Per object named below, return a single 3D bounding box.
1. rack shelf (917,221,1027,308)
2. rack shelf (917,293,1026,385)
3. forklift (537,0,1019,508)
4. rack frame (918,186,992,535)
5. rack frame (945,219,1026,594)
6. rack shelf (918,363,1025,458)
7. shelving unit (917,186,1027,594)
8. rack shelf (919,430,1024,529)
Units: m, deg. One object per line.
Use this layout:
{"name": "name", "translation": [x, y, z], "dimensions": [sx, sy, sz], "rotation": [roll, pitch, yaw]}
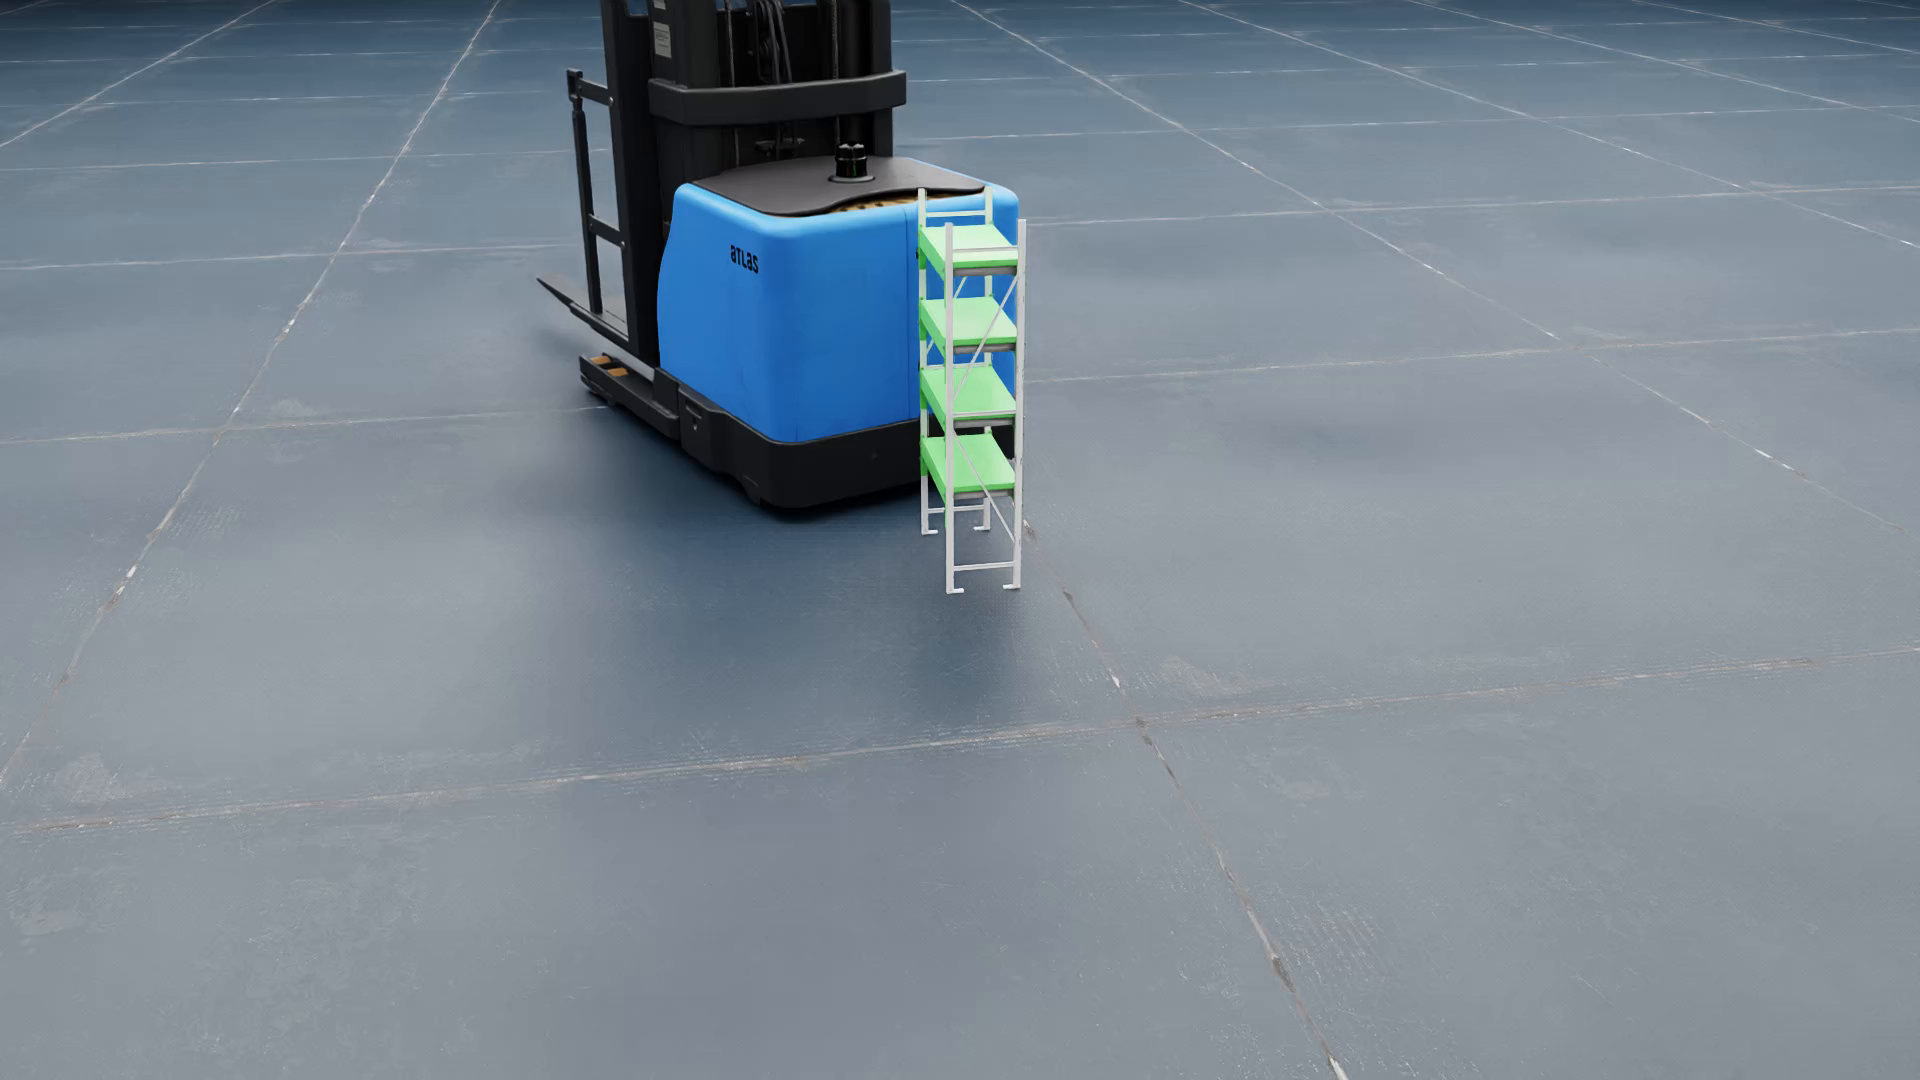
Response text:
{"name": "rack shelf", "translation": [0.031, -0.866, 5.194], "dimensions": [0.258, 0.148, 0.480], "rotation": [-4, 24, -10]}
{"name": "rack shelf", "translation": [0.031, -0.646, 5.290], "dimensions": [0.258, 0.148, 0.480], "rotation": [-4, 24, -10]}
{"name": "forklift", "translation": [-0.985, -1.996, 6.659], "dimensions": [1.130, 2.935, 3.031], "rotation": [-14, 27, -29]}
{"name": "rack frame", "translation": [-0.015, -0.581, 5.581], "dimensions": [0.240, 1.200, 0.015], "rotation": [-4, 24, -10]}
{"name": "rack frame", "translation": [0.076, -0.389, 5.141], "dimensions": [0.240, 1.200, 0.015], "rotation": [-4, 24, -10]}
{"name": "rack shelf", "translation": [0.031, -0.426, 5.386], "dimensions": [0.258, 0.148, 0.480], "rotation": [-4, 24, -10]}
{"name": "shelving unit", "translation": [0.031, -0.485, 5.361], "dimensions": [0.258, 1.200, 0.503], "rotation": [-4, 24, -10]}
{"name": "rack shelf", "translation": [0.031, -0.206, 5.482], "dimensions": [0.258, 0.148, 0.480], "rotation": [-4, 24, -10]}
